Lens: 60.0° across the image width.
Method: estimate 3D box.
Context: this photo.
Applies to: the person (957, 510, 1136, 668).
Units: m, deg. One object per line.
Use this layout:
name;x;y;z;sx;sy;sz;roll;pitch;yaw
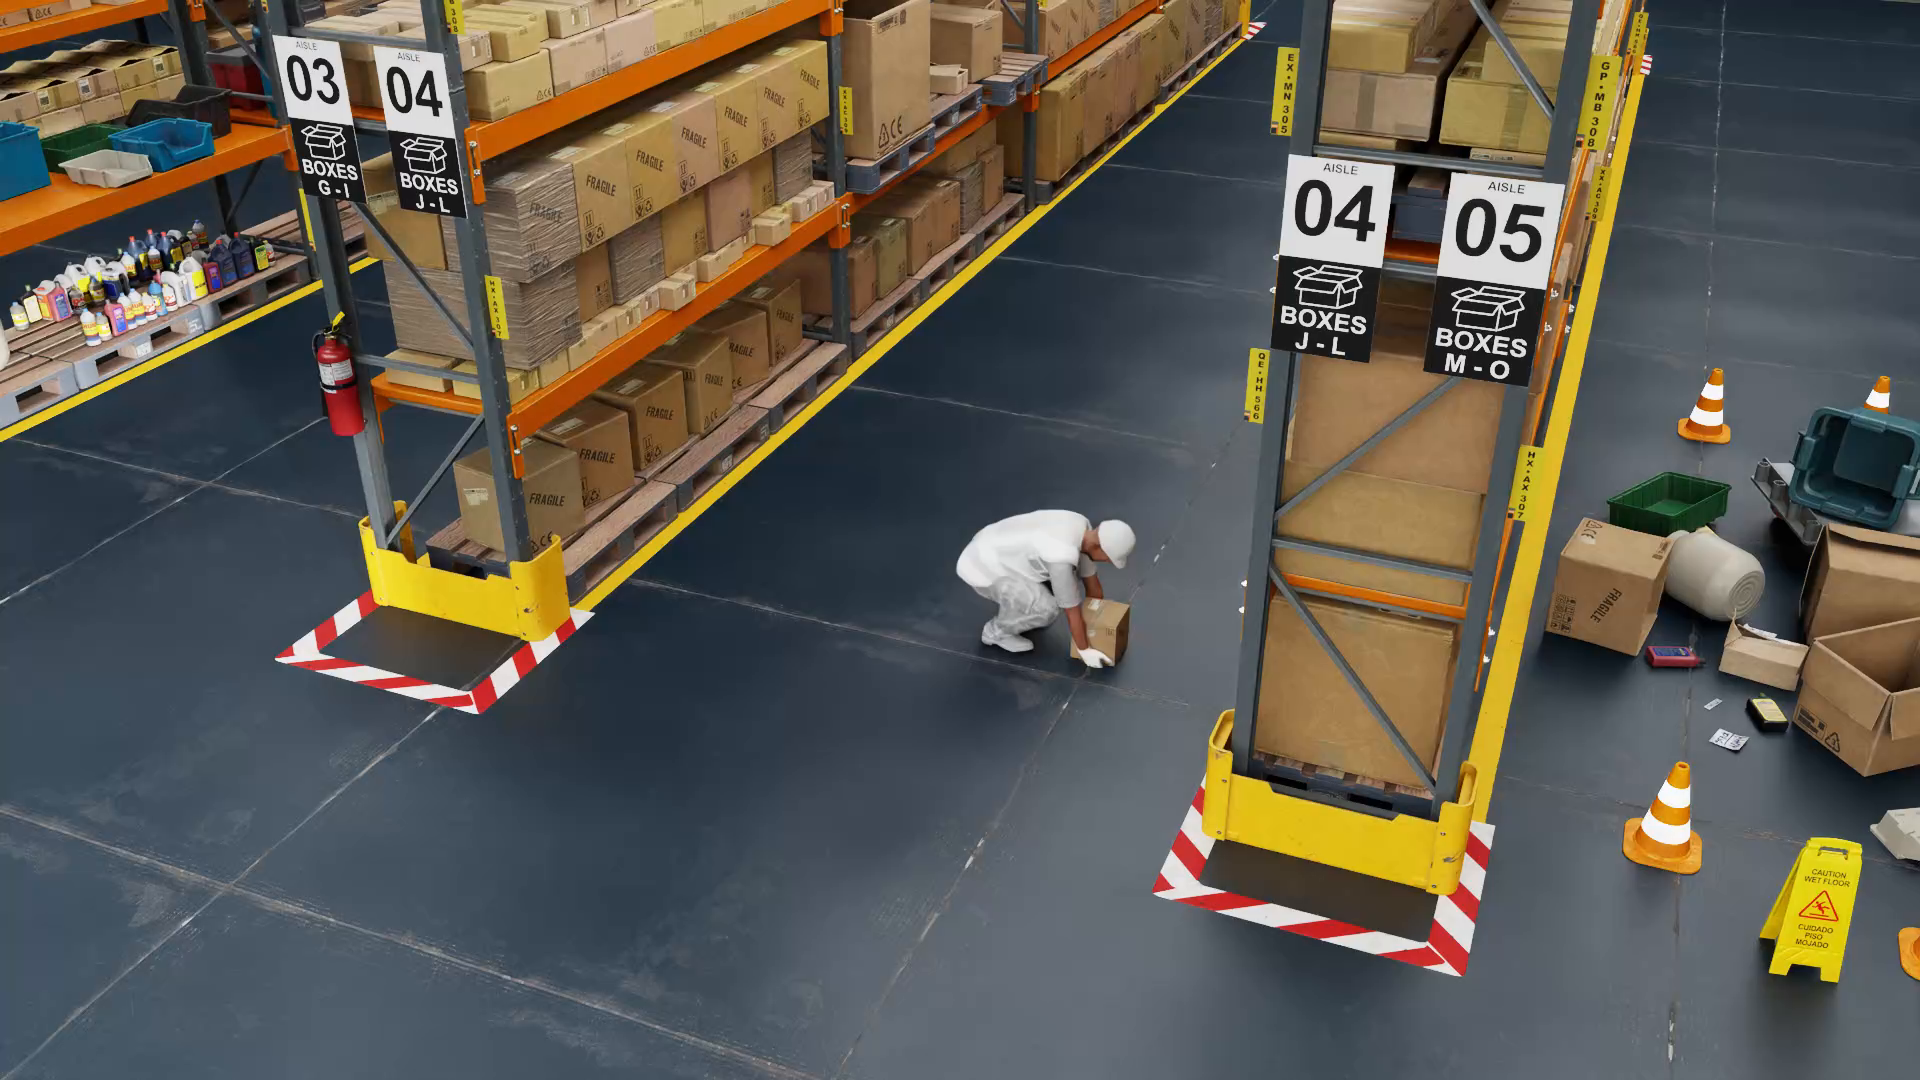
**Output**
person;0.472;0.231;9.073;0.949;0.870;0.568;11;31;18
